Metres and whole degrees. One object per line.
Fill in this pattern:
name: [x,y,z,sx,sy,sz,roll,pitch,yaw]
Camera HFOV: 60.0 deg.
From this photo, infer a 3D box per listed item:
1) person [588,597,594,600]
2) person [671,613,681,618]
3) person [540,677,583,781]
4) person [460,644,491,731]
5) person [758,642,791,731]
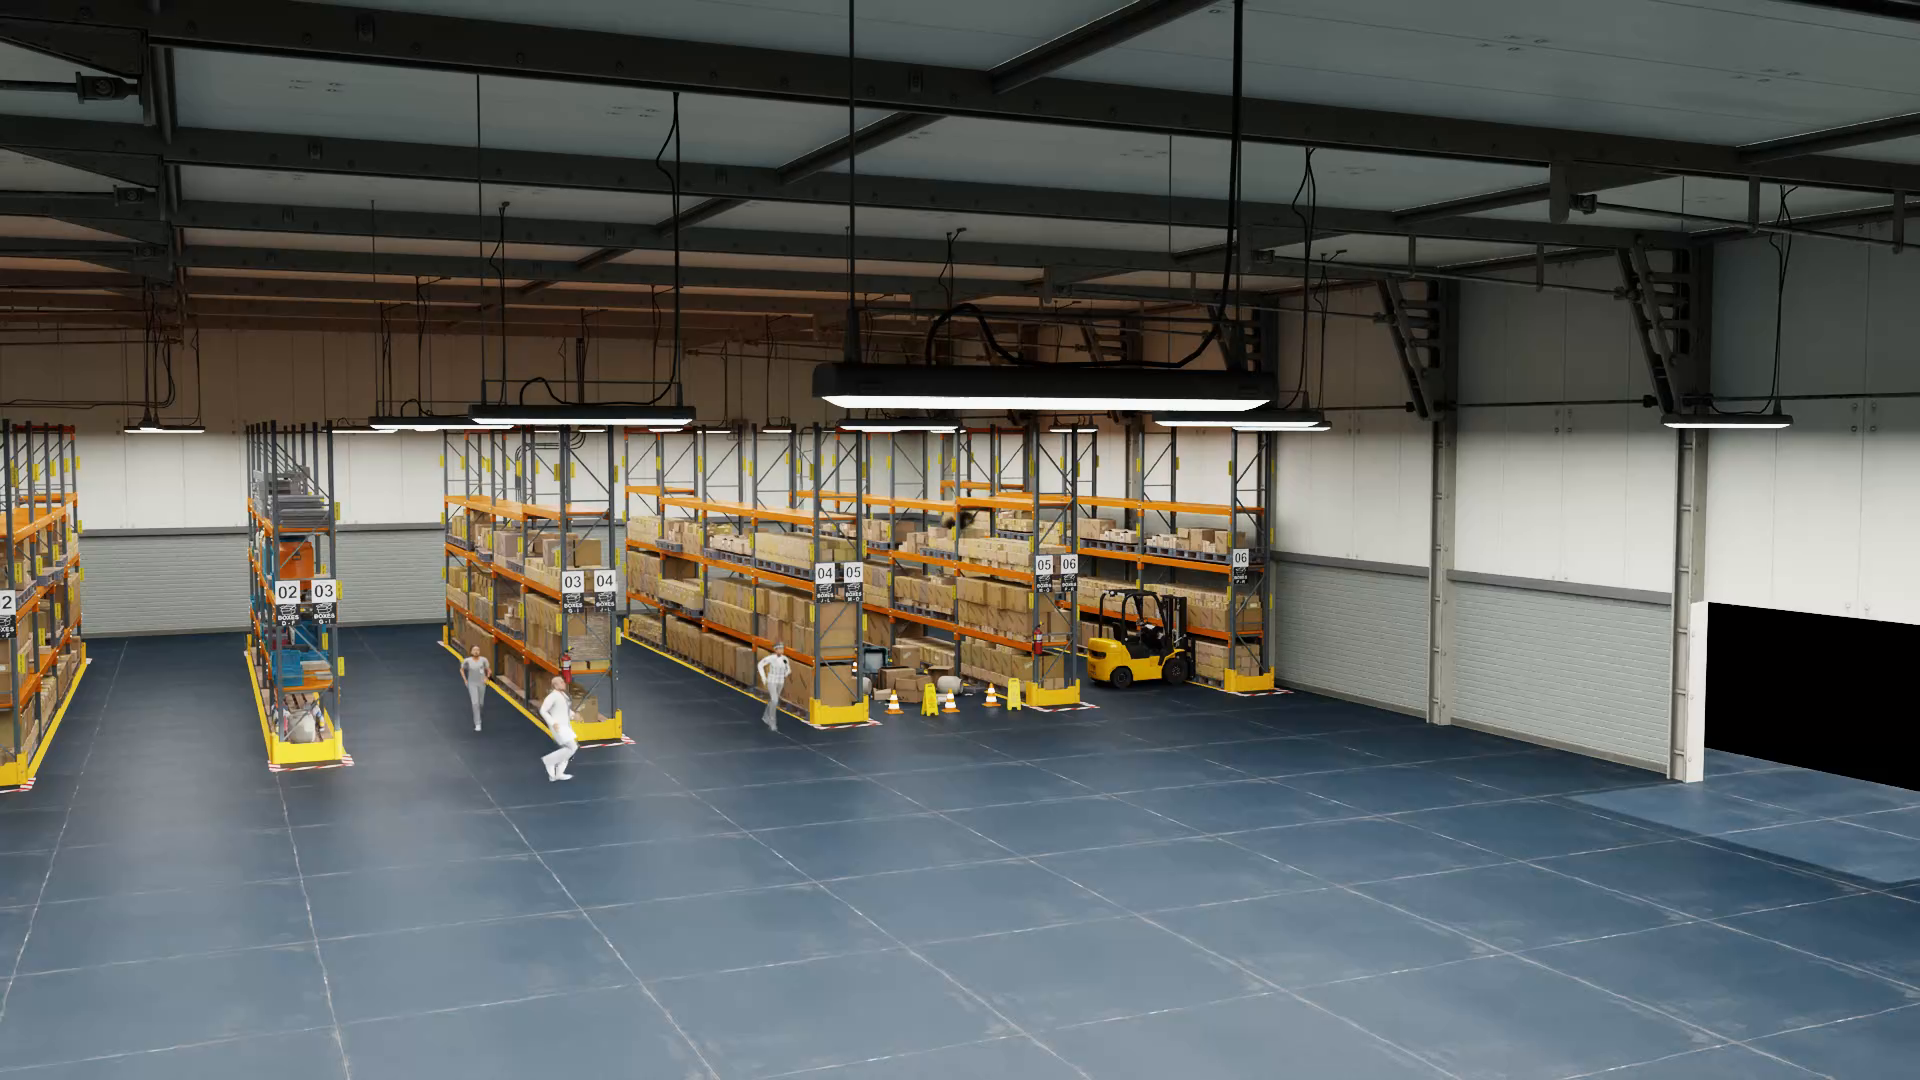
person: [-10.731,1.957,47.257,0.808,1.792,0.682,1,4,10]
person: [-8.285,1.867,48.864,0.501,1.620,0.650,2,4,34]
person: [-6.593,3.135,27.604,0.624,1.737,0.713,0,4,3]
person: [-9.509,2.863,32.663,0.579,1.667,0.850,-2,4,-26]
person: [-3.623,2.860,32.694,0.621,1.720,0.754,-3,5,-38]
